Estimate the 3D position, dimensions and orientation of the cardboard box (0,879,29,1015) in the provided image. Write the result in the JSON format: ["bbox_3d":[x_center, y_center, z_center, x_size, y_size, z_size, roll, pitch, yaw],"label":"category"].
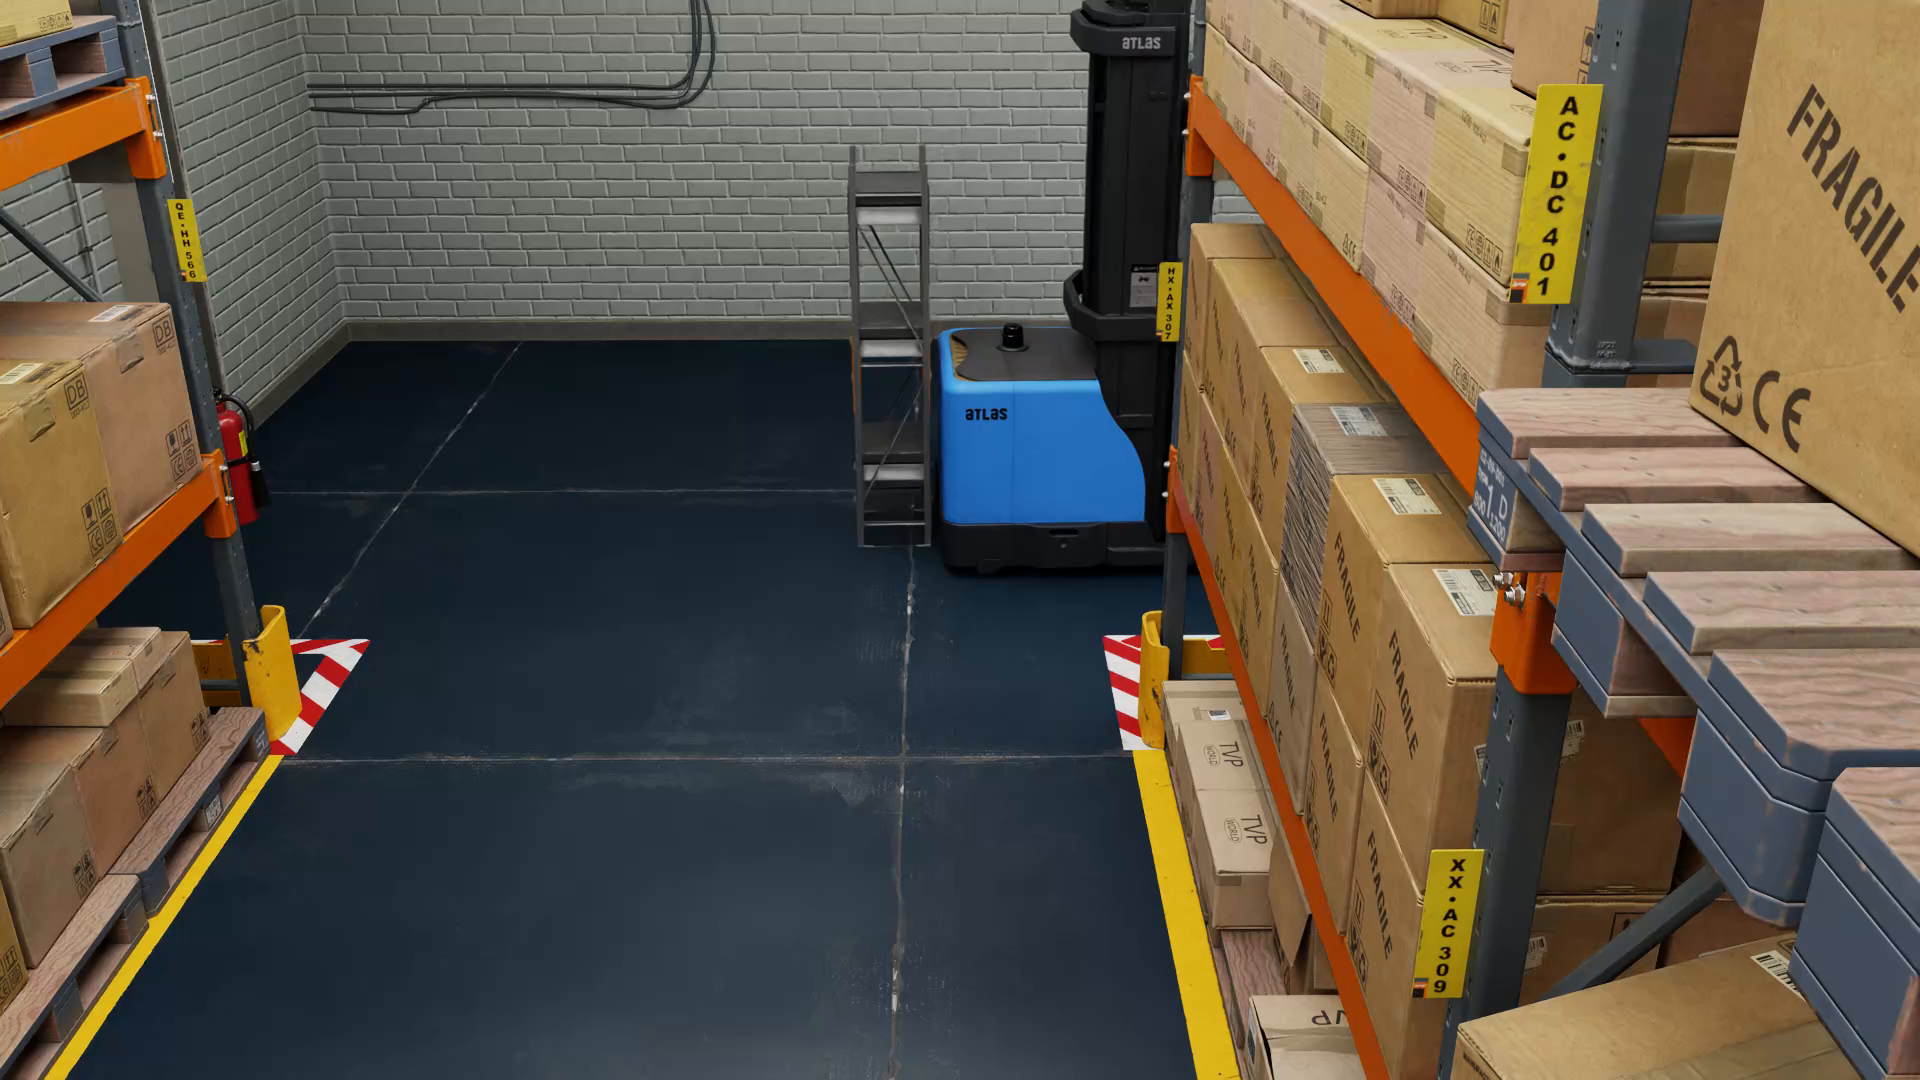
[{"bbox_3d":[-3.436,1.332,5.190,0.700,0.500,0.500,0,24,1],"label":"cardboard box"}]

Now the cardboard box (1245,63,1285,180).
[{"bbox_3d":[1.136,-1.234,4.881,0.500,0.250,0.500,0,24,-1],"label":"cardboard box"}]

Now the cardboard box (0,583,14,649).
[{"bbox_3d":[-3.534,0.150,4.914,0.980,0.700,0.700,-1,24,-3],"label":"cardboard box"}]

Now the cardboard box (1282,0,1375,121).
[{"bbox_3d":[1.142,-1.256,4.323,0.500,0.250,0.500,0,24,-1],"label":"cardboard box"}]

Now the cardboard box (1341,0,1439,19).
[{"bbox_3d":[1.352,-1.599,4.170,0.700,0.500,0.500,0,24,-1],"label":"cardboard box"}]

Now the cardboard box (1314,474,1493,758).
[{"bbox_3d":[1.156,0.168,3.904,0.500,0.500,0.500,-1,24,-2],"label":"cardboard box"}]

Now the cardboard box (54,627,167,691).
[{"bbox_3d":[-3.277,0.455,6.341,0.380,0.149,0.250,-1,24,-1],"label":"cardboard box"}]

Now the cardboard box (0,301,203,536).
[{"bbox_3d":[-3.553,-0.464,6.271,0.980,0.700,0.700,1,24,2],"label":"cardboard box"}]

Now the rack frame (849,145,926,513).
[{"bbox_3d":[-0.382,-1.118,9.173,0.400,2.100,0.015,-1,24,-2],"label":"rack frame"}]

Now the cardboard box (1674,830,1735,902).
[{"bbox_3d":[1.705,0.391,3.411,0.500,0.500,0.500,0,24,1],"label":"cardboard box"}]

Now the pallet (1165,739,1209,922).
[{"bbox_3d":[1.396,1.070,6.629,1.003,0.211,1.213,0,24,-1],"label":"pallet"}]

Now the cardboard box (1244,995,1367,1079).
[{"bbox_3d":[1.131,1.569,4.869,0.500,0.311,0.500,0,24,-1],"label":"cardboard box"}]

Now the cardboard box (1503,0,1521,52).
[{"bbox_3d":[1.522,-1.187,3.261,0.700,0.500,0.500,0,24,-1],"label":"cardboard box"}]

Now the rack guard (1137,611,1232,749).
[{"bbox_3d":[1.386,0.609,7.296,1.175,0.500,0.348,0,24,-1],"label":"rack guard"}]

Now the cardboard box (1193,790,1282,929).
[{"bbox_3d":[1.118,1.129,5.917,0.500,0.250,0.500,0,24,-1],"label":"cardboard box"}]

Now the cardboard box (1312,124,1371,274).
[{"bbox_3d":[1.149,-0.822,3.970,0.500,0.250,0.500,0,24,-1],"label":"cardboard box"}]

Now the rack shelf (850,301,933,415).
[{"bbox_3d":[-0.371,-1.005,8.957,0.431,0.518,0.480,-1,24,-2],"label":"rack shelf"}]

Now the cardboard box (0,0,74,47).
[{"bbox_3d":[-3.295,-1.772,5.439,0.500,0.250,0.500,0,24,1],"label":"cardboard box"}]

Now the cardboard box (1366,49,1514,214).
[{"bbox_3d":[1.150,-0.844,3.412,0.500,0.250,0.500,0,24,-1],"label":"cardboard box"}]

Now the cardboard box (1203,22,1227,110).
[{"bbox_3d":[1.136,-1.646,5.792,0.500,0.250,0.500,0,24,-1],"label":"cardboard box"}]

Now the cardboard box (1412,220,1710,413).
[{"bbox_3d":[1.157,-0.410,3.059,0.500,0.250,0.500,0,24,-1],"label":"cardboard box"}]

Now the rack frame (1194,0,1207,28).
[{"bbox_3d":[1.385,-3.294,5.614,1.000,3.000,0.127,0,24,-1],"label":"rack frame"}]

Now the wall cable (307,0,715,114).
[{"bbox_3d":[-3.273,-4.188,11.358,3.097,2.526,0.112,0,24,-1],"label":"wall cable"}]

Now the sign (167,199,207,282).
[{"bbox_3d":[-3.025,-1.169,6.503,0.100,0.325,0.005,0,24,-1],"label":"sign"}]

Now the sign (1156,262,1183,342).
[{"bbox_3d":[0.843,-0.953,6.666,0.100,0.325,0.005,0,24,-1],"label":"sign"}]

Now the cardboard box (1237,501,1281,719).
[{"bbox_3d":[1.144,0.203,5.040,0.500,0.500,0.500,0,24,0],"label":"cardboard box"}]

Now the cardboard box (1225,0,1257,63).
[{"bbox_3d":[1.129,-1.668,5.234,0.500,0.250,0.500,0,24,-1],"label":"cardboard box"}]

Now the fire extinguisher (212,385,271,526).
[{"bbox_3d":[-3.108,-0.396,7.032,0.296,0.674,0.183,0,24,-1],"label":"fire extinguisher"}]

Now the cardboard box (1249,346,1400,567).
[{"bbox_3d":[1.147,-0.247,4.822,0.500,0.500,0.500,0,24,-1],"label":"cardboard box"}]

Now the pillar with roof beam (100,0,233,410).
[{"bbox_3d":[-0.158,-4.399,8.055,9.100,9.000,0.400,0,24,-1],"label":"pillar with roof beam"}]

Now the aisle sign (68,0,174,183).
[{"bbox_3d":[-3.269,-1.753,6.330,0.394,0.787,0.004,0,24,-1],"label":"aisle sign"}]

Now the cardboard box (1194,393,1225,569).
[{"bbox_3d":[1.137,-0.210,5.953,0.500,0.500,0.500,0,24,-1],"label":"cardboard box"}]

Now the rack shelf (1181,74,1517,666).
[{"bbox_3d":[1.407,-0.776,4.558,1.077,0.370,4.000,0,24,-1],"label":"rack shelf"}]

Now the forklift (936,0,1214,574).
[{"bbox_3d":[1.395,-1.370,8.721,3.031,2.935,1.130,-1,24,-2],"label":"forklift"}]

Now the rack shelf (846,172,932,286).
[{"bbox_3d":[-0.371,-1.643,8.668,0.431,0.518,0.480,-1,24,-2],"label":"rack shelf"}]

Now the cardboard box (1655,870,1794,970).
[{"bbox_3d":[1.696,0.831,3.652,0.500,0.500,0.500,0,24,1],"label":"cardboard box"}]

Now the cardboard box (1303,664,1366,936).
[{"bbox_3d":[1.160,0.625,4.108,0.500,0.500,0.500,0,24,1],"label":"cardboard box"}]

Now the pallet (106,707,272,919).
[{"bbox_3d":[-3.481,1.063,6.645,1.003,0.211,1.213,0,24,-1],"label":"pallet"}]

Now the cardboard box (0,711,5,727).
[{"bbox_3d":[-3.656,0.561,6.106,0.380,0.149,0.250,0,24,0],"label":"cardboard box"}]

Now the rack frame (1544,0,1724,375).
[{"bbox_3d":[1.429,-1.646,1.970,1.000,3.000,0.127,0,24,-1],"label":"rack frame"}]

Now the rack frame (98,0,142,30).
[{"bbox_3d":[-3.568,-3.271,5.561,1.000,3.000,0.127,0,24,-1],"label":"rack frame"}]

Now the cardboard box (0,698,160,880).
[{"bbox_3d":[-3.455,0.905,6.134,0.700,0.500,0.500,0,24,-1],"label":"cardboard box"}]

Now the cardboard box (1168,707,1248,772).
[{"bbox_3d":[1.049,0.807,6.731,0.380,0.166,0.250,0,24,-1],"label":"cardboard box"}]

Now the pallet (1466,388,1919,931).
[{"bbox_3d":[1.366,0.075,2.032,1.213,0.211,1.003,0,24,-1],"label":"pallet"}]

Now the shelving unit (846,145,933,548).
[{"bbox_3d":[-0.371,-1.017,8.951,0.431,2.100,0.503,-1,24,-2],"label":"shelving unit"}]

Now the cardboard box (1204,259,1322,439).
[{"bbox_3d":[1.140,-0.663,5.740,0.500,0.500,0.500,0,24,0],"label":"cardboard box"}]

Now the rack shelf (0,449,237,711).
[{"bbox_3d":[-3.546,0.615,5.124,1.077,0.370,4.000,0,24,-1],"label":"rack shelf"}]
